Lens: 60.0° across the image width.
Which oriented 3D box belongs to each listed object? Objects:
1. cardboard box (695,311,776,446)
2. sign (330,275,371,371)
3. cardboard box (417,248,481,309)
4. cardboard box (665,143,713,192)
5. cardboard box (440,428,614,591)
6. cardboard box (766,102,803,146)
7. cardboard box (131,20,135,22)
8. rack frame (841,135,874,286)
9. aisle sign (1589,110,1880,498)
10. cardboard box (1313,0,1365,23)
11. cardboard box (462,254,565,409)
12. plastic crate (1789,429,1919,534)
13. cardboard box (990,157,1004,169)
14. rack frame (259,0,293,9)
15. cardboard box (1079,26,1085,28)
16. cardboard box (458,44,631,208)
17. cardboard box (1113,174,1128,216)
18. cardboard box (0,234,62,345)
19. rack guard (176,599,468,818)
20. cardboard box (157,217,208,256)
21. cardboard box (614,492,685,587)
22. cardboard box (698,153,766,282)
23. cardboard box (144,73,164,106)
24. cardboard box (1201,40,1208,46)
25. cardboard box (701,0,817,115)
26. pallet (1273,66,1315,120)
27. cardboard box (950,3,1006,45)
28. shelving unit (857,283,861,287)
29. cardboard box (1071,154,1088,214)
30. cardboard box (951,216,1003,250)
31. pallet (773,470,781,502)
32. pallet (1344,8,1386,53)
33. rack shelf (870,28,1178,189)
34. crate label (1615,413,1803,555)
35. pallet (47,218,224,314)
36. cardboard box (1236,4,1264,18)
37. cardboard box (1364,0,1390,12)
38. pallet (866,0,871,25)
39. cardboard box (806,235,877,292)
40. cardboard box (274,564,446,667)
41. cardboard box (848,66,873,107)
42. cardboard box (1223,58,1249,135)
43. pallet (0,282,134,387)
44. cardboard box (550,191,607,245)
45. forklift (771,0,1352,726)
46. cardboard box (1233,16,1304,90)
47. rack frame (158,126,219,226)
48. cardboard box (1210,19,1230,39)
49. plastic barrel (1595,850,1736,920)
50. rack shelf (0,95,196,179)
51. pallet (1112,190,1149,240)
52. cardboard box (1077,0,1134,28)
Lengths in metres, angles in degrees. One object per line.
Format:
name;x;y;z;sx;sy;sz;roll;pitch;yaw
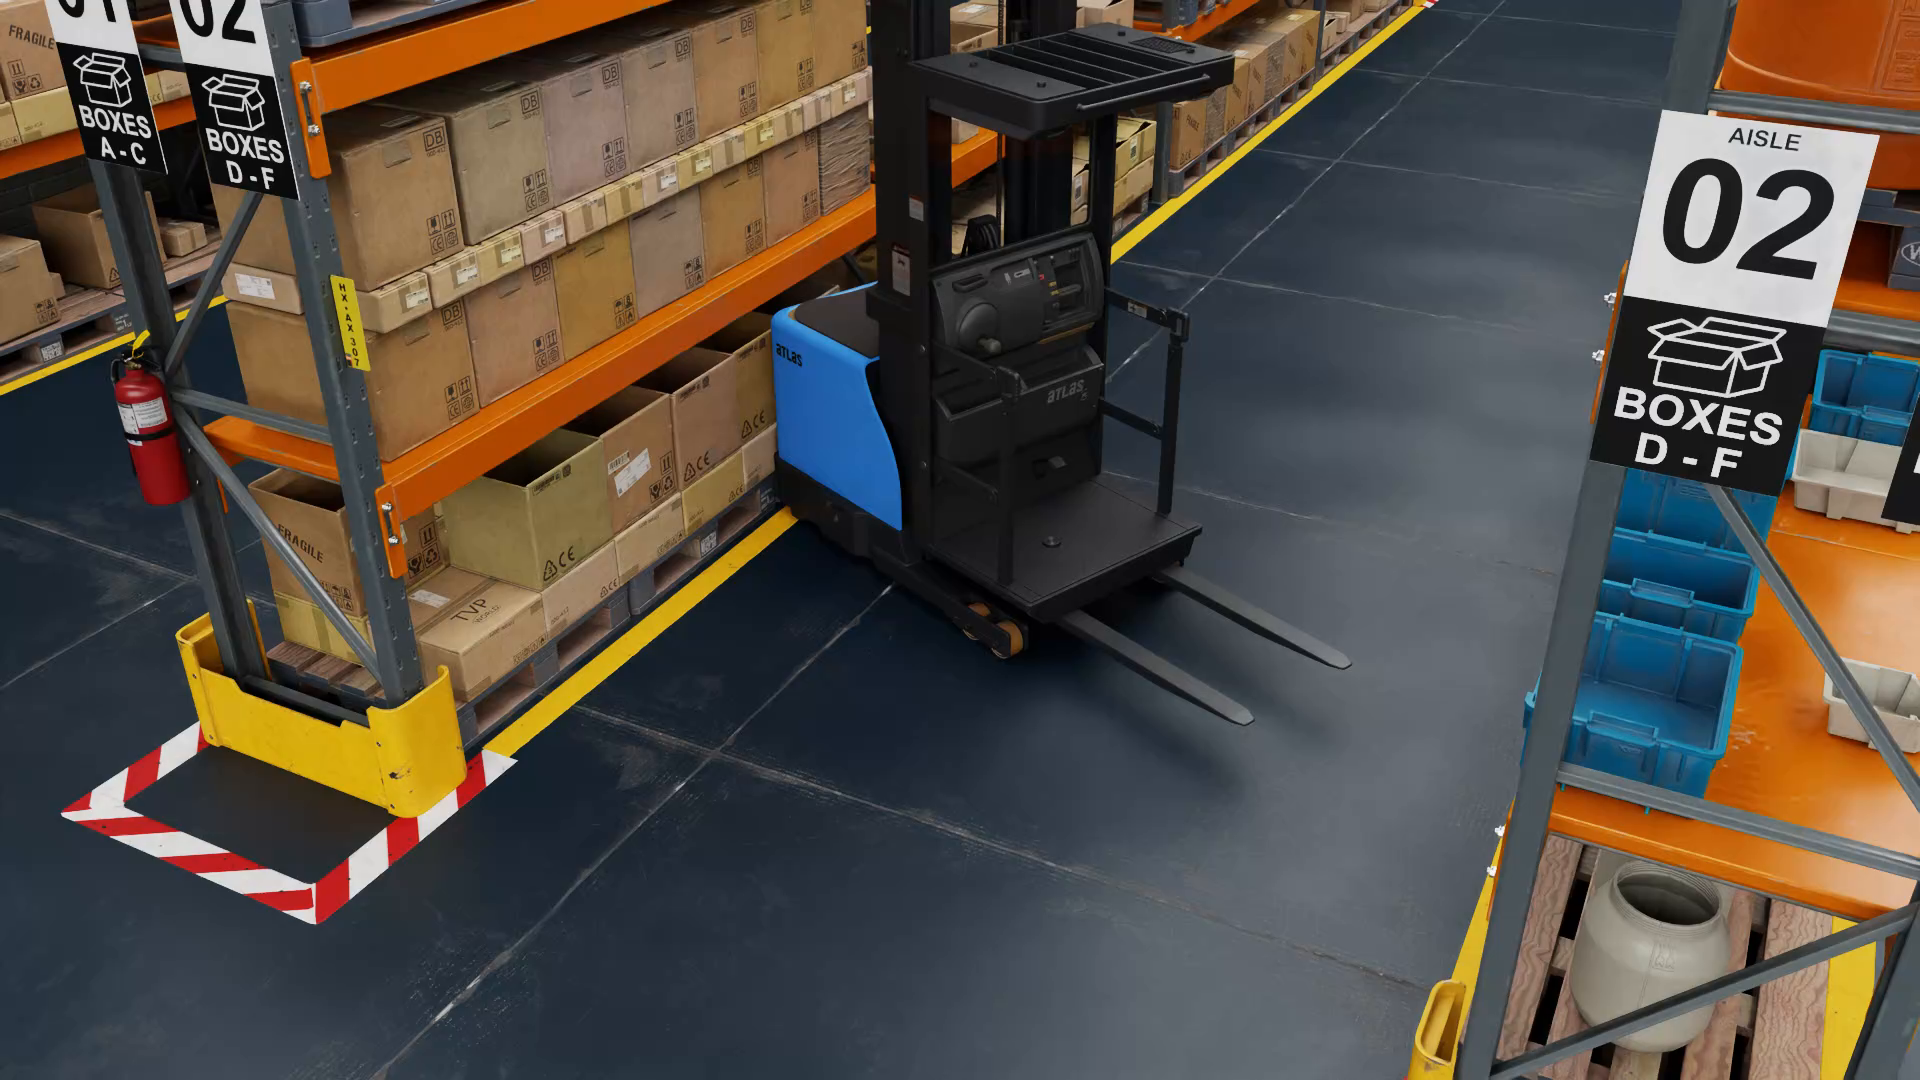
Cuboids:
cardboard box;-1.181;-0.832;8.272;0.500;0.500;0.500;14;33;23
sign;-2.033;-0.721;5.545;0.100;0.325;0.005;14;33;23
cardboard box;-2.036;-1.007;6.241;0.380;0.149;0.250;13;32;22
cardboard box;-1.333;-1.688;7.425;0.380;0.149;0.250;15;33;25
cardboard box;-1.856;-0.164;7.110;0.500;0.500;0.500;14;33;23
cardboard box;-0.985;-2.026;8.015;0.380;0.149;0.250;14;33;23
cardboard box;-5.276;-3.102;10.017;0.500;0.500;0.500;14;33;23
rack frame;-0.702;-2.213;9.092;1.000;3.000;0.127;14;33;23
aisle sign;1.587;-0.478;3.459;0.394;0.787;0.004;14;33;23
cardboard box;3.794;-5.702;17.232;0.797;0.503;0.637;14;33;23
cardboard box;-2.065;-0.921;6.742;0.700;0.500;0.500;15;33;25
plastic crate;3.192;-0.196;5.845;0.530;0.136;0.437;14;33;23
cardboard box;0.154;-2.594;11.531;0.500;0.311;0.500;13;32;22
rack frame;-2.524;-3.042;4.510;1.000;3.000;0.127;14;33;23
cardboard box;0.957;-3.416;11.439;0.380;0.149;0.250;14;33;23
cardboard box;-1.812;-1.732;6.850;0.700;0.500;0.500;14;33;23
cardboard box;0.866;-2.458;11.858;0.500;0.250;0.500;14;33;23
cardboard box;-5.902;-1.522;9.956;0.700;0.500;0.500;12;32;20
rack guard;-2.535;0.655;6.608;1.175;0.500;0.348;14;33;23
cardboard box;-5.330;-2.054;11.217;0.380;0.166;0.250;10;31;17
cardboard box;-1.629;-0.061;7.684;0.500;0.250;0.500;14;33;23
cardboard box;-1.365;-1.602;7.927;0.700;0.500;0.500;15;33;24
cardboard box;-5.294;-2.781;10.212;0.500;0.250;0.500;14;33;23
cardboard box;1.807;-4.025;14.315;0.500;0.500;0.500;13;32;21
cardboard box;-1.127;-2.397;8.009;0.700;0.500;0.500;14;33;23
pallet;2.606;-4.181;15.320;1.003;0.211;1.213;14;33;23
cardboard box;0.131;-3.049;10.447;0.500;0.500;0.500;14;33;23
shelving unit;-0.455;-0.899;8.886;0.258;0.900;0.210;12;34;25
cardboard box;0.638;-2.476;11.327;0.500;0.311;0.500;14;33;23
cardboard box;-0.059;-1.794;10.138;0.500;0.311;0.500;14;33;23
pallet;-1.101;-0.661;9.189;1.003;0.211;1.213;14;33;23
pallet;3.811;-5.398;17.438;1.003;0.211;1.213;14;33;23
rack shelf;0.209;-2.788;10.815;1.077;0.370;4.000;14;33;23
crate label;2.482;-0.207;5.563;0.502;0.435;0.616;14;33;23
pallet;-5.388;-1.820;11.208;1.003;0.211;1.213;14;33;23
cardboard box;2.505;-4.707;15.504;0.500;0.500;0.500;13;32;21
cardboard box;4.277;-5.820;17.692;0.500;0.250;0.500;14;33;23
pallet;-1.053;-5.992;18.473;1.003;0.211;1.213;14;33;23
cardboard box;-0.773;-1.691;9.959;0.500;0.311;0.500;14;33;23
cardboard box;-2.543;0.265;7.115;0.500;0.250;0.500;14;33;23
cardboard box;-0.635;-2.369;8.611;0.380;0.149;0.250;14;33;23
cardboard box;2.049;-3.685;13.723;0.500;0.500;0.500;14;33;23
pallet;-5.942;-1.278;10.263;1.003;0.211;1.213;14;33;23
cardboard box;-1.685;-1.348;6.833;0.380;0.149;0.250;13;32;22
forklift;0.402;-1.033;7.105;1.130;2.935;3.031;-23;37;-34
cardboard box;2.740;-4.366;14.908;0.500;0.500;0.500;14;33;23
rack frame;-5.113;-3.335;11.046;1.000;3.000;0.127;14;33;23
cardboard box;2.050;-4.589;14.545;0.500;0.250;0.500;14;33;23
plastic barrel;2.344;1.051;5.485;0.421;0.512;0.421;0;30;0
rack shelf;-6.024;-2.137;9.681;1.077;0.370;4.000;14;33;23
pallet;0.711;-2.421;12.254;1.003;0.211;1.213;14;33;23
cardboard box;0.916;-3.797;11.939;0.500;0.311;0.500;16;34;26
